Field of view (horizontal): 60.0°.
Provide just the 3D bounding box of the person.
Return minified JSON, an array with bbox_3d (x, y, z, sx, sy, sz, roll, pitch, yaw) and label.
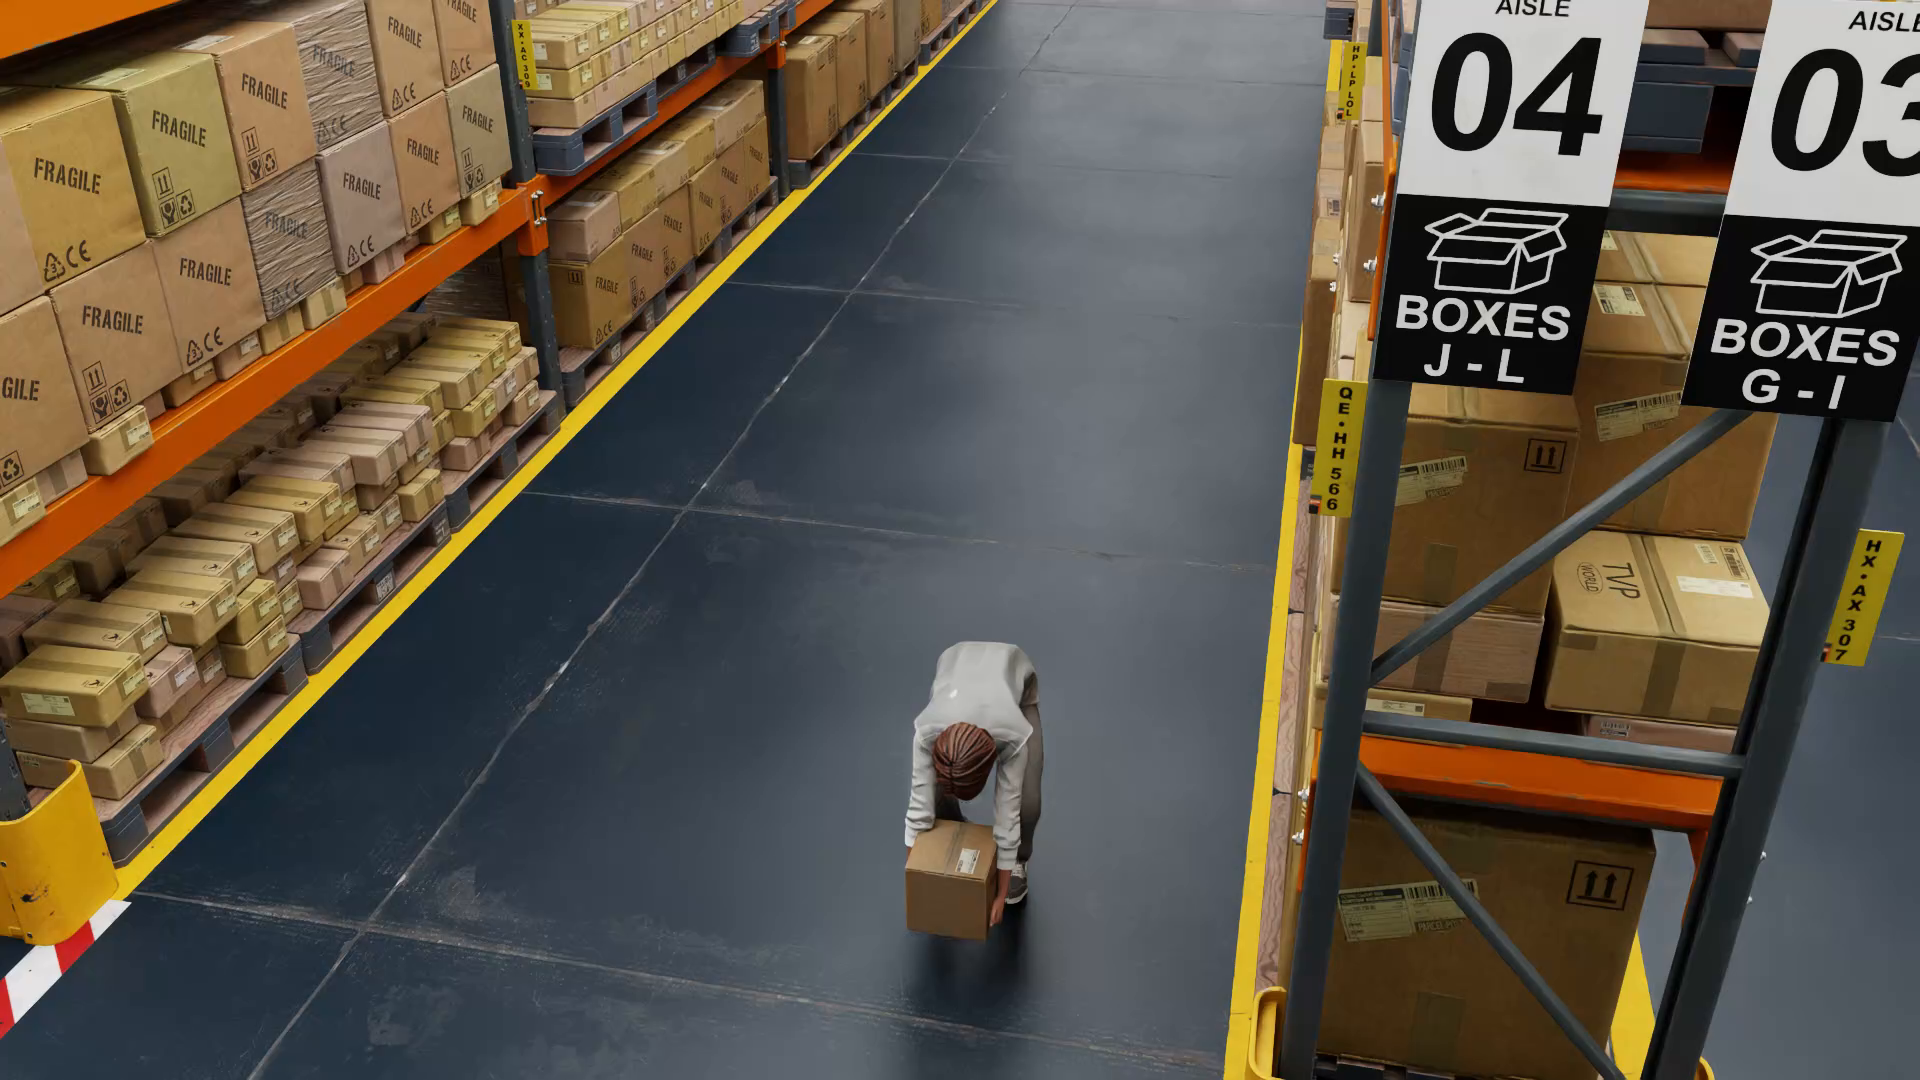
[{"bbox_3d":[0.047,0.818,5.339,0.425,0.949,0.862,5,30,8],"label":"person"}]
